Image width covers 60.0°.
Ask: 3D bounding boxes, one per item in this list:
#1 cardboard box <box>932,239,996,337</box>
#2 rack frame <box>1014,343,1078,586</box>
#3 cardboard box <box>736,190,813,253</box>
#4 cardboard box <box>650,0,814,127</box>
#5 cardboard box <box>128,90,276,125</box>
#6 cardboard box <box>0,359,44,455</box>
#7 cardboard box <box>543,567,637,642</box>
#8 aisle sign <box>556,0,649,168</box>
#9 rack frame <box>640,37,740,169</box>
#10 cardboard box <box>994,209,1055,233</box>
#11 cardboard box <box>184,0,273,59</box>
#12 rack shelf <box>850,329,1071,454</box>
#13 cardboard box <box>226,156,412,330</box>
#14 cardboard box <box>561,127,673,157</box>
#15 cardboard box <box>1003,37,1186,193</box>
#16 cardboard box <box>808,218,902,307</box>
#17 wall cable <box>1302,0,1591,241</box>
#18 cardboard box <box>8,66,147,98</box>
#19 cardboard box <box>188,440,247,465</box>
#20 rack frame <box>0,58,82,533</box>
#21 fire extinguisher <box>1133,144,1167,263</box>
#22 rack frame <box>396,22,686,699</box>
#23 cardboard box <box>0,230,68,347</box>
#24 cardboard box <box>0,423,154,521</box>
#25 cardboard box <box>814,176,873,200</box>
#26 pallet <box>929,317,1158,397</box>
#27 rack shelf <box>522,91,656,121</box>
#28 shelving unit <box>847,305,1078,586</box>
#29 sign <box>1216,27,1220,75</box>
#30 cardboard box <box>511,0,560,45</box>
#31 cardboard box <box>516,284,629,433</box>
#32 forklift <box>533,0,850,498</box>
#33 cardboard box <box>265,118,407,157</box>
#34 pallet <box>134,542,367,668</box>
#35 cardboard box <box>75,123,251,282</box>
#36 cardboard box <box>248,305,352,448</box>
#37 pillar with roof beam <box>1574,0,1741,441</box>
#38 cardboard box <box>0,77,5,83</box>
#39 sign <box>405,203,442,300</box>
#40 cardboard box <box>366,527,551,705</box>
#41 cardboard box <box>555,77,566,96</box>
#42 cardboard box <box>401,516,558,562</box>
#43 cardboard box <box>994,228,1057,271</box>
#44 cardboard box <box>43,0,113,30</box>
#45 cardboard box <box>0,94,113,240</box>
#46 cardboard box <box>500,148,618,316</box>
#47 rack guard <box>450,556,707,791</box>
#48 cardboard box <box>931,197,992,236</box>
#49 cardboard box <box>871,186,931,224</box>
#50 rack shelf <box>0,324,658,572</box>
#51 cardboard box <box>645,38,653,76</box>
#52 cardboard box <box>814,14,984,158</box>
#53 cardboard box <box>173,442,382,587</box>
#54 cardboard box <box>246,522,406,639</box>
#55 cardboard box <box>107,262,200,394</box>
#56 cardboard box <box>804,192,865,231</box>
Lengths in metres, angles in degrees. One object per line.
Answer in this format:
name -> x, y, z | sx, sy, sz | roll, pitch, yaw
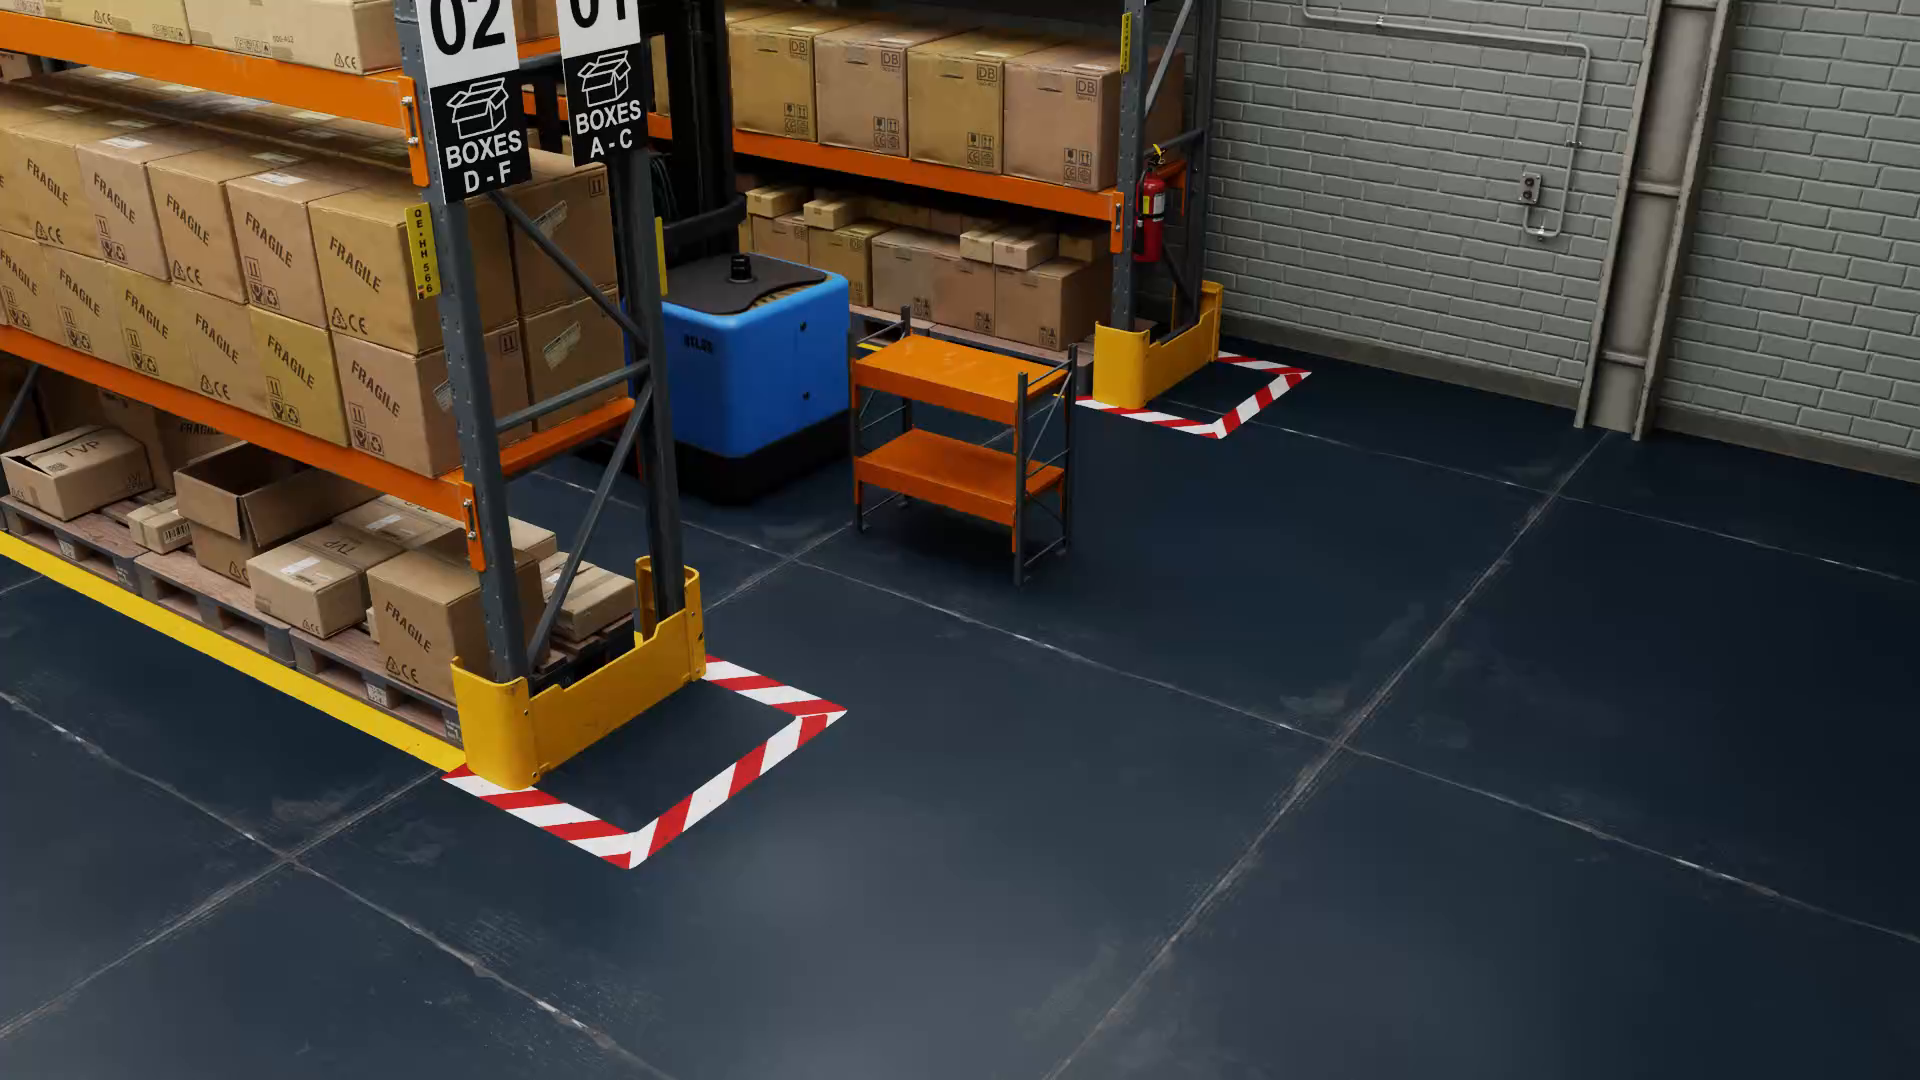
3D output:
cardboard box -> 0.217, -1.747, 11.169 | 0.500, 0.500, 0.700 | 17, 32, 30
rack frame -> 0.425, -0.369, 8.235 | 0.032, 1.125, 0.500 | 17, 32, 30
cardboard box -> -1.475, -2.273, 12.202 | 0.500, 0.500, 0.700 | 18, 32, 31
cardboard box -> -1.596, -3.419, 11.830 | 0.700, 0.700, 0.980 | 18, 32, 31
cardboard box -> -3.433, -1.775, 7.717 | 0.500, 0.500, 0.500 | 18, 32, 31
cardboard box -> -5.404, -0.679, 9.048 | 0.500, 0.500, 0.500 | 17, 32, 30
cardboard box -> -1.689, 0.288, 7.535 | 0.250, 0.149, 0.380 | 17, 32, 30
aisle sign -> -1.316, -1.801, 6.116 | 0.004, 0.787, 0.394 | 17, 32, 30
rack frame -> -2.034, -3.430, 12.183 | 0.127, 3.000, 1.000 | 17, 32, 30
cardboard box -> 0.428, -2.080, 11.108 | 0.250, 0.149, 0.380 | 17, 32, 30
cardboard box -> -2.517, -1.986, 6.204 | 0.500, 0.250, 0.500 | 17, 32, 30
rack shelf -> 0.006, -0.760, 8.359 | 1.000, 0.278, 0.538 | 17, 32, 30
cardboard box -> -2.478, -1.181, 6.552 | 0.500, 0.500, 0.500 | 18, 32, 32
cardboard box -> -2.643, -2.778, 12.808 | 0.750, 0.750, 0.750 | 18, 32, 31
cardboard box -> 0.837, -2.664, 10.347 | 0.700, 0.700, 0.980 | 19, 33, 33
cardboard box -> -0.641, -2.010, 11.686 | 0.500, 0.500, 0.700 | 18, 32, 31
wall cable -> 2.854, -2.881, 9.983 | 1.851, 1.984, 0.084 | 17, 32, 30
cardboard box -> -4.272, -2.035, 8.228 | 0.500, 0.500, 0.500 | 17, 32, 31
cardboard box -> -3.862, -0.389, 8.865 | 0.250, 0.149, 0.380 | 17, 32, 30
rack frame -> -4.835, -1.577, 8.542 | 0.127, 3.000, 1.000 | 17, 32, 30
fire extinguisher -> 1.126, -1.991, 9.852 | 0.183, 0.674, 0.296 | 17, 32, 30
rack frame -> -1.538, -0.550, 6.524 | 0.127, 3.000, 1.000 | 17, 32, 30
cardboard box -> -4.146, -1.259, 7.806 | 0.500, 0.500, 0.500 | 18, 32, 31
cardboard box -> -4.612, -0.387, 8.682 | 0.500, 0.311, 0.500 | 17, 32, 30
cardboard box -> -0.830, -2.472, 11.877 | 0.250, 0.149, 0.380 | 16, 31, 29
pallet -> 0.560, -1.336, 11.144 | 1.213, 0.211, 1.003 | 17, 32, 30
rack shelf -> -3.682, -3.623, 13.356 | 4.000, 0.370, 1.077 | 17, 32, 30
shelving unit -> 0.006, -0.500, 8.491 | 1.048, 1.125, 0.538 | 17, 32, 30
sign -> 1.582, -3.030, 10.355 | 0.005, 0.325, 0.100 | 17, 32, 30
cardboard box -> -1.818, -2.047, 6.324 | 0.500, 0.250, 0.500 | 17, 32, 30
cardboard box -> -1.755, -0.807, 6.919 | 0.500, 0.500, 0.500 | 18, 32, 31
forklift -> -2.084, -2.059, 9.563 | 3.031, 2.935, 1.130 | 19, 33, 33
cardboard box -> -2.600, -1.515, 7.207 | 0.500, 0.500, 0.500 | 18, 32, 31
pallet -> -3.260, 0.155, 8.213 | 1.213, 0.211, 1.003 | 17, 32, 30
cardboard box -> -3.331, -1.445, 7.069 | 0.500, 0.500, 0.500 | 18, 32, 32
cardboard box -> -2.491, -0.740, 6.787 | 0.500, 0.500, 0.500 | 18, 32, 31
pillar with roof beam -> 1.541, -3.097, 4.915 | 0.400, 9.000, 9.100 | 17, 32, 30
cardboard box -> -9.935, -4.828, 17.589 | 0.250, 0.149, 0.380 | 15, 30, 26
sign -> -1.869, -1.005, 5.792 | 0.005, 0.325, 0.100 | 17, 32, 30
cardboard box -> -2.126, 0.320, 7.085 | 0.500, 0.500, 0.500 | 17, 32, 30
cardboard box -> -2.882, -3.448, 12.472 | 0.250, 0.149, 0.380 | 18, 32, 32
cardboard box -> -2.238, 0.105, 7.783 | 0.500, 0.250, 0.500 | 17, 32, 30
cardboard box -> 0.421, -1.873, 10.700 | 0.250, 0.149, 0.380 | 17, 31, 30
cardboard box -> -3.339, -2.244, 6.711 | 0.500, 0.250, 0.500 | 17, 32, 30
cardboard box -> -4.181, -1.709, 7.589 | 0.500, 0.500, 0.500 | 16, 31, 29
cardboard box -> -1.755, -1.253, 6.692 | 0.500, 0.500, 0.500 | 18, 32, 32
rack guard -> -1.601, 0.544, 7.129 | 0.348, 0.500, 1.175 | 17, 32, 30
cardboard box -> 0.012, -2.210, 11.363 | 0.250, 0.149, 0.380 | 18, 32, 31
cardboard box -> -0.408, -2.341, 11.620 | 0.250, 0.149, 0.380 | 17, 31, 29
rack shelf -> -3.187, -0.743, 7.696 | 4.000, 0.370, 1.077 | 17, 32, 30
cardboard box -> -2.557, -3.641, 12.137 | 0.500, 0.500, 0.500 | 17, 31, 30
cardboard box -> -0.392, -3.046, 11.097 | 0.700, 0.700, 0.980 | 16, 31, 28
cardboard box -> -3.284, -0.180, 8.065 | 0.637, 0.503, 0.797 | 17, 32, 30
cardboard box -> -2.892, 0.176, 7.643 | 0.500, 0.250, 0.500 | 17, 32, 30
cardboard box -> -3.315, -1.000, 7.297 | 0.500, 0.500, 0.500 | 17, 31, 30
cardboard box -> -0.866, -2.272, 11.485 | 0.250, 0.149, 0.380 | 16, 31, 29
